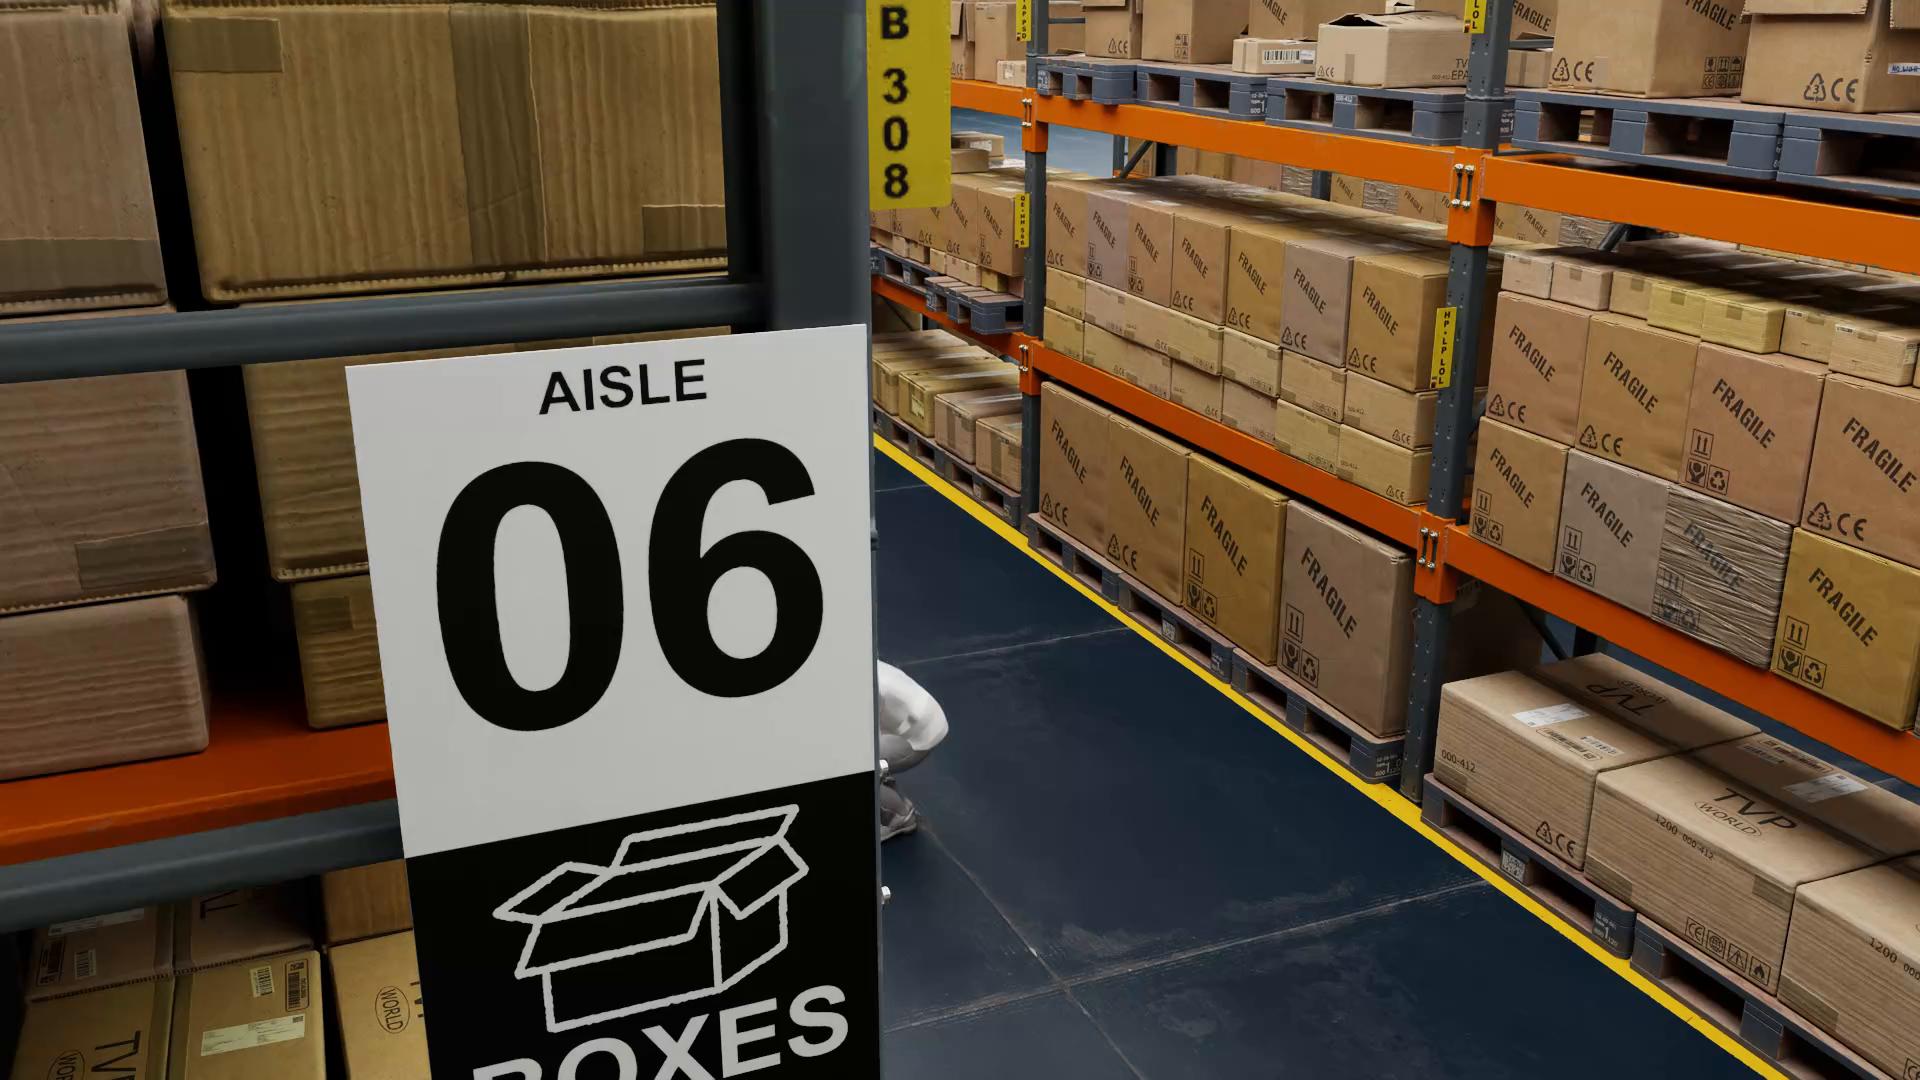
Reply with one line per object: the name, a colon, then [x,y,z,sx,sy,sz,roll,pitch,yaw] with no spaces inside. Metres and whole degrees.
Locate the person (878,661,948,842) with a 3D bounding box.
person: [-0.487,0.825,6.961,0.896,0.893,0.563,-8,20,-22]
